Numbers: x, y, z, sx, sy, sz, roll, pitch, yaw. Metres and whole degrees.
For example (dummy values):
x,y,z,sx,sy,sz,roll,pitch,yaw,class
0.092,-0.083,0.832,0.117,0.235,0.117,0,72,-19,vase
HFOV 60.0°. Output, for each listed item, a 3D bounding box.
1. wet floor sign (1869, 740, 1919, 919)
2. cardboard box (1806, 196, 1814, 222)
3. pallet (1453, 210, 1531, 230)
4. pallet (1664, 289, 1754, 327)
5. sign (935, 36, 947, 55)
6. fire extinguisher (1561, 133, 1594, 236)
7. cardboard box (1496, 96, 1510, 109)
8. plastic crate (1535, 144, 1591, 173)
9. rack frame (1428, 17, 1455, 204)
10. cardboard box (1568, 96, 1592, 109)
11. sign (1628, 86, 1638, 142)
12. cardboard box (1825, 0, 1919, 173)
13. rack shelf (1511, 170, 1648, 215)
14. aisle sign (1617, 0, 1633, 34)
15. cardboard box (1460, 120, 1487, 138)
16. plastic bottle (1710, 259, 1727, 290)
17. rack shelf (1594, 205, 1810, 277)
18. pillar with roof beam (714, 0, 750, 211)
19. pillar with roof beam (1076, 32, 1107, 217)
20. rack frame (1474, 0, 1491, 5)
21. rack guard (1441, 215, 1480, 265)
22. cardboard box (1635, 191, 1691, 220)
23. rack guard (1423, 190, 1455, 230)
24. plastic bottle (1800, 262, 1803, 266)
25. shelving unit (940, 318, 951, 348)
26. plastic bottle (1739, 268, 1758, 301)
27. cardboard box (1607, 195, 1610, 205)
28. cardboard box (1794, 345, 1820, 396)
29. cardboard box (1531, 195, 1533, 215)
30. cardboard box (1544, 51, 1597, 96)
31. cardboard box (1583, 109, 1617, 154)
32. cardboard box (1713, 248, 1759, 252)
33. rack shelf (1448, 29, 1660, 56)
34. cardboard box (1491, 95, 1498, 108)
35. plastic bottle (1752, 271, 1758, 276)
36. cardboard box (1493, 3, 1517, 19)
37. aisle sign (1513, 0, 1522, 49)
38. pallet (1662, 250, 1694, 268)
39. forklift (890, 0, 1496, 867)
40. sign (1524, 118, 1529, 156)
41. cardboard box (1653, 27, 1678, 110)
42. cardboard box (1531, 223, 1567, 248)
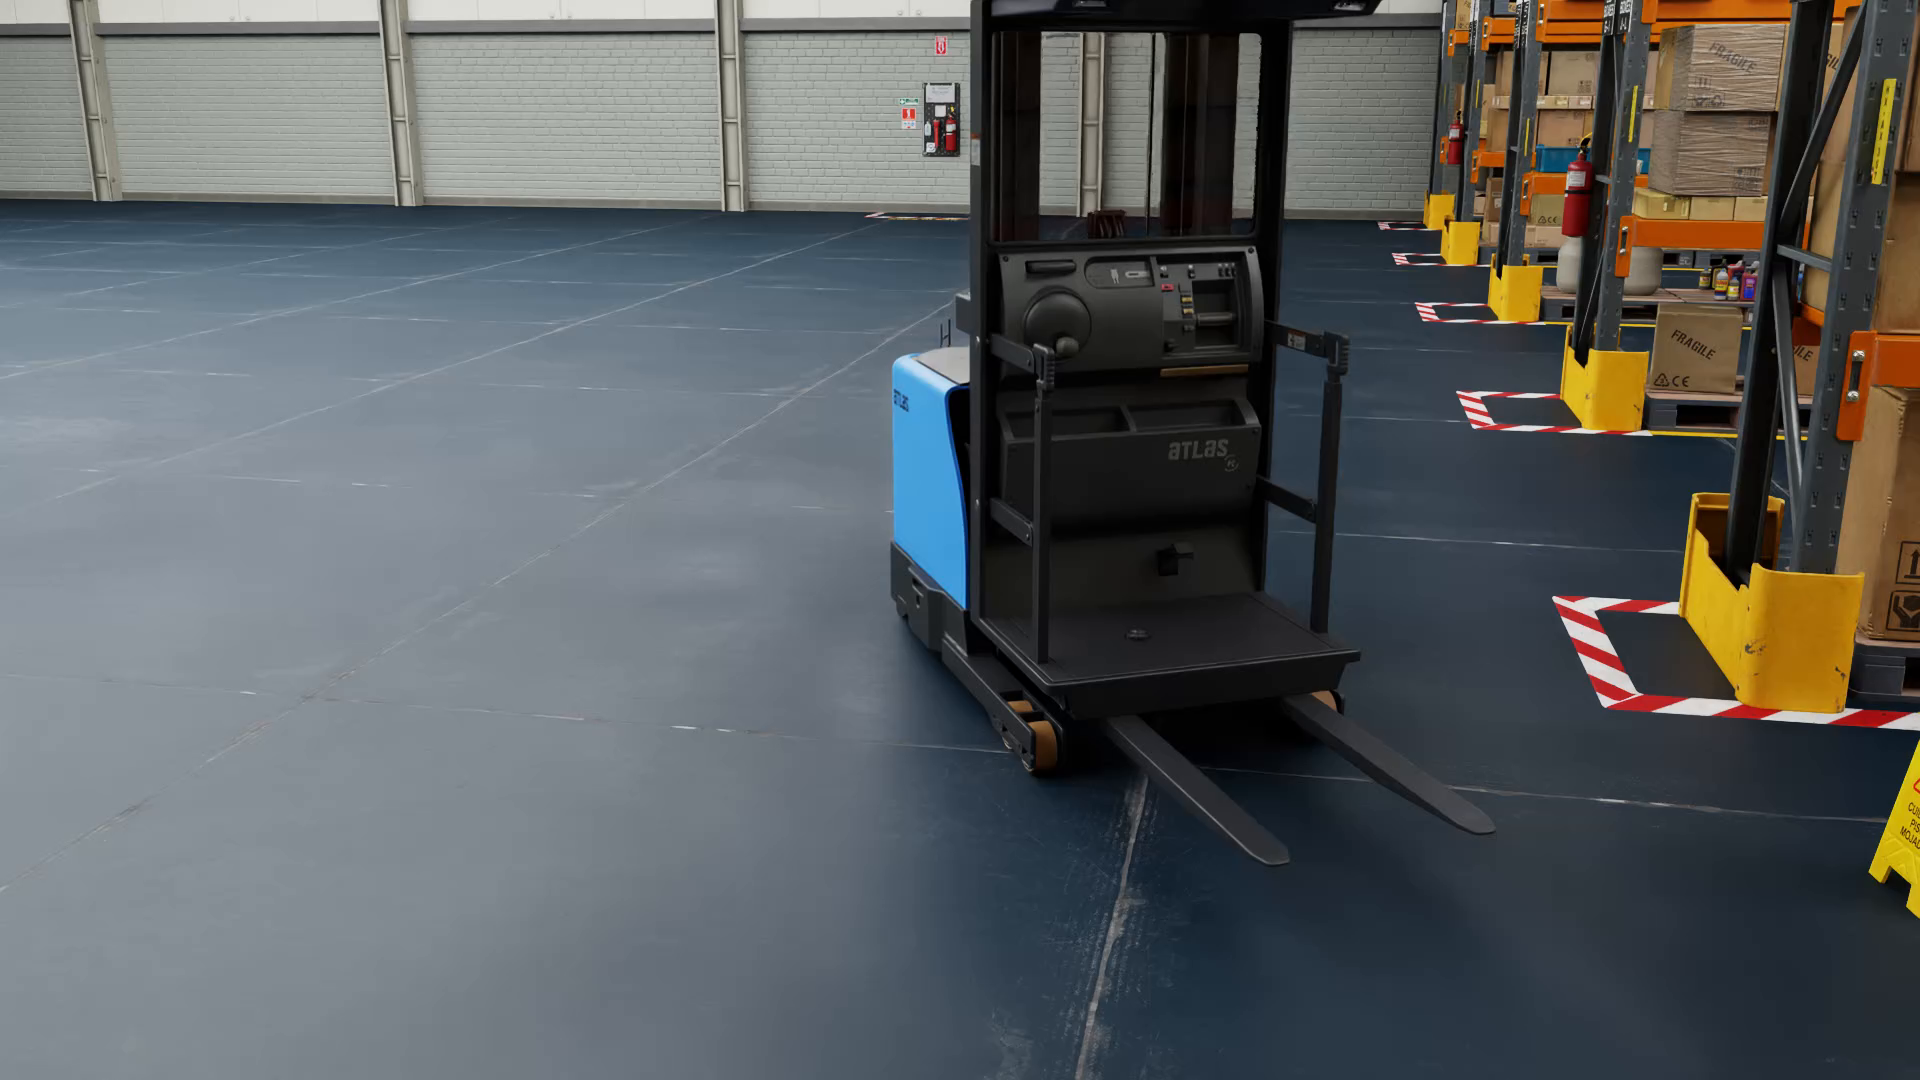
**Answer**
x,y,z,sx,sy,sz,roll,pitch,yaw,class
2.647,0.654,4.421,0.232,0.644,0.267,0,15,1,wet floor sign
5.121,-2.047,10.233,0.250,0.149,0.380,3,16,11,cardboard box
7.982,-4.776,24.838,1.213,0.211,1.003,3,16,11,pallet
7.215,-2.139,15.318,1.213,0.211,1.003,3,16,11,pallet
-0.305,-7.970,26.801,0.199,0.298,0.001,3,16,11,sign
4.137,-2.378,11.104,0.183,0.674,0.296,3,16,11,fire extinguisher
6.477,-5.164,19.612,0.250,0.149,0.380,3,16,11,cardboard box
5.694,-3.565,15.520,0.616,0.251,0.499,3,16,11,plastic crate
7.119,-6.176,24.670,0.127,3.000,1.000,3,16,11,rack frame
7.227,-5.123,19.464,0.250,0.149,0.380,3,16,10,cardboard box
4.049,-2.564,10.008,0.005,0.325,0.100,3,16,11,sign
3.426,-1.560,5.699,0.550,0.550,0.875,3,16,11,cardboard box
7.104,-3.132,15.026,4.000,0.370,1.077,3,16,11,rack shelf
4.037,-3.467,10.018,0.004,0.787,0.394,3,16,11,aisle sign
7.533,-6.005,24.293,0.500,0.250,0.500,3,16,9,cardboard box
7.150,-2.503,15.674,0.133,0.283,0.061,4,16,12,plastic bottle
6.117,-1.836,10.348,4.000,0.370,1.077,3,16,11,rack shelf
-4.640,-8.769,22.790,0.400,9.000,9.100,3,16,11,pillar with roof beam
1.239,-8.449,21.638,0.400,9.000,9.100,3,16,11,pillar with roof beam
6.135,-7.771,19.190,0.127,3.000,1.000,3,16,11,rack frame
6.111,-3.677,20.329,0.348,0.500,1.175,3,16,11,rack guard
4.389,-2.090,10.390,0.250,0.149,0.380,3,16,11,cardboard box
7.193,-4.968,24.989,0.348,0.500,1.175,3,16,11,rack guard
7.754,-2.491,15.505,0.185,0.351,0.144,3,16,11,plastic bottle
0.052,-0.503,7.842,0.252,1.050,0.215,3,16,11,shelving unit
7.077,-2.293,14.914,0.133,0.283,0.061,3,16,12,plastic bottle
7.599,-3.983,19.710,0.500,0.500,0.500,3,16,11,cardboard box
5.358,-1.226,10.696,0.500,0.500,0.500,8,17,26,cardboard box
8.337,-5.002,24.642,0.500,0.311,0.500,4,16,16,cardboard box
7.158,-5.496,19.596,0.500,0.500,0.700,3,16,10,cardboard box
7.591,-4.846,19.679,0.500,0.500,0.700,3,16,11,cardboard box
9.069,-3.541,19.522,0.500,0.250,0.500,3,16,11,cardboard box
9.078,-7.169,23.981,4.000,0.370,1.077,3,16,11,rack shelf
6.547,-5.270,19.997,0.250,0.149,0.380,3,16,10,cardboard box
7.402,-2.403,15.467,0.097,0.201,0.097,0,15,0,plastic bottle
7.916,-7.559,23.816,0.500,0.500,0.500,4,16,15,cardboard box
5.133,-4.919,15.261,0.004,0.787,0.394,3,16,11,aisle sign
8.085,-3.441,20.019,1.213,0.211,1.003,3,16,11,pallet
0.643,-0.789,5.350,1.130,2.935,3.031,-5,16,-17,forklift
5.030,-3.574,14.758,0.005,0.325,0.100,3,16,11,sign
4.746,-2.998,10.577,0.500,0.500,0.500,3,16,11,cardboard box
7.107,-3.645,19.896,0.500,0.250,0.500,3,16,11,cardboard box
